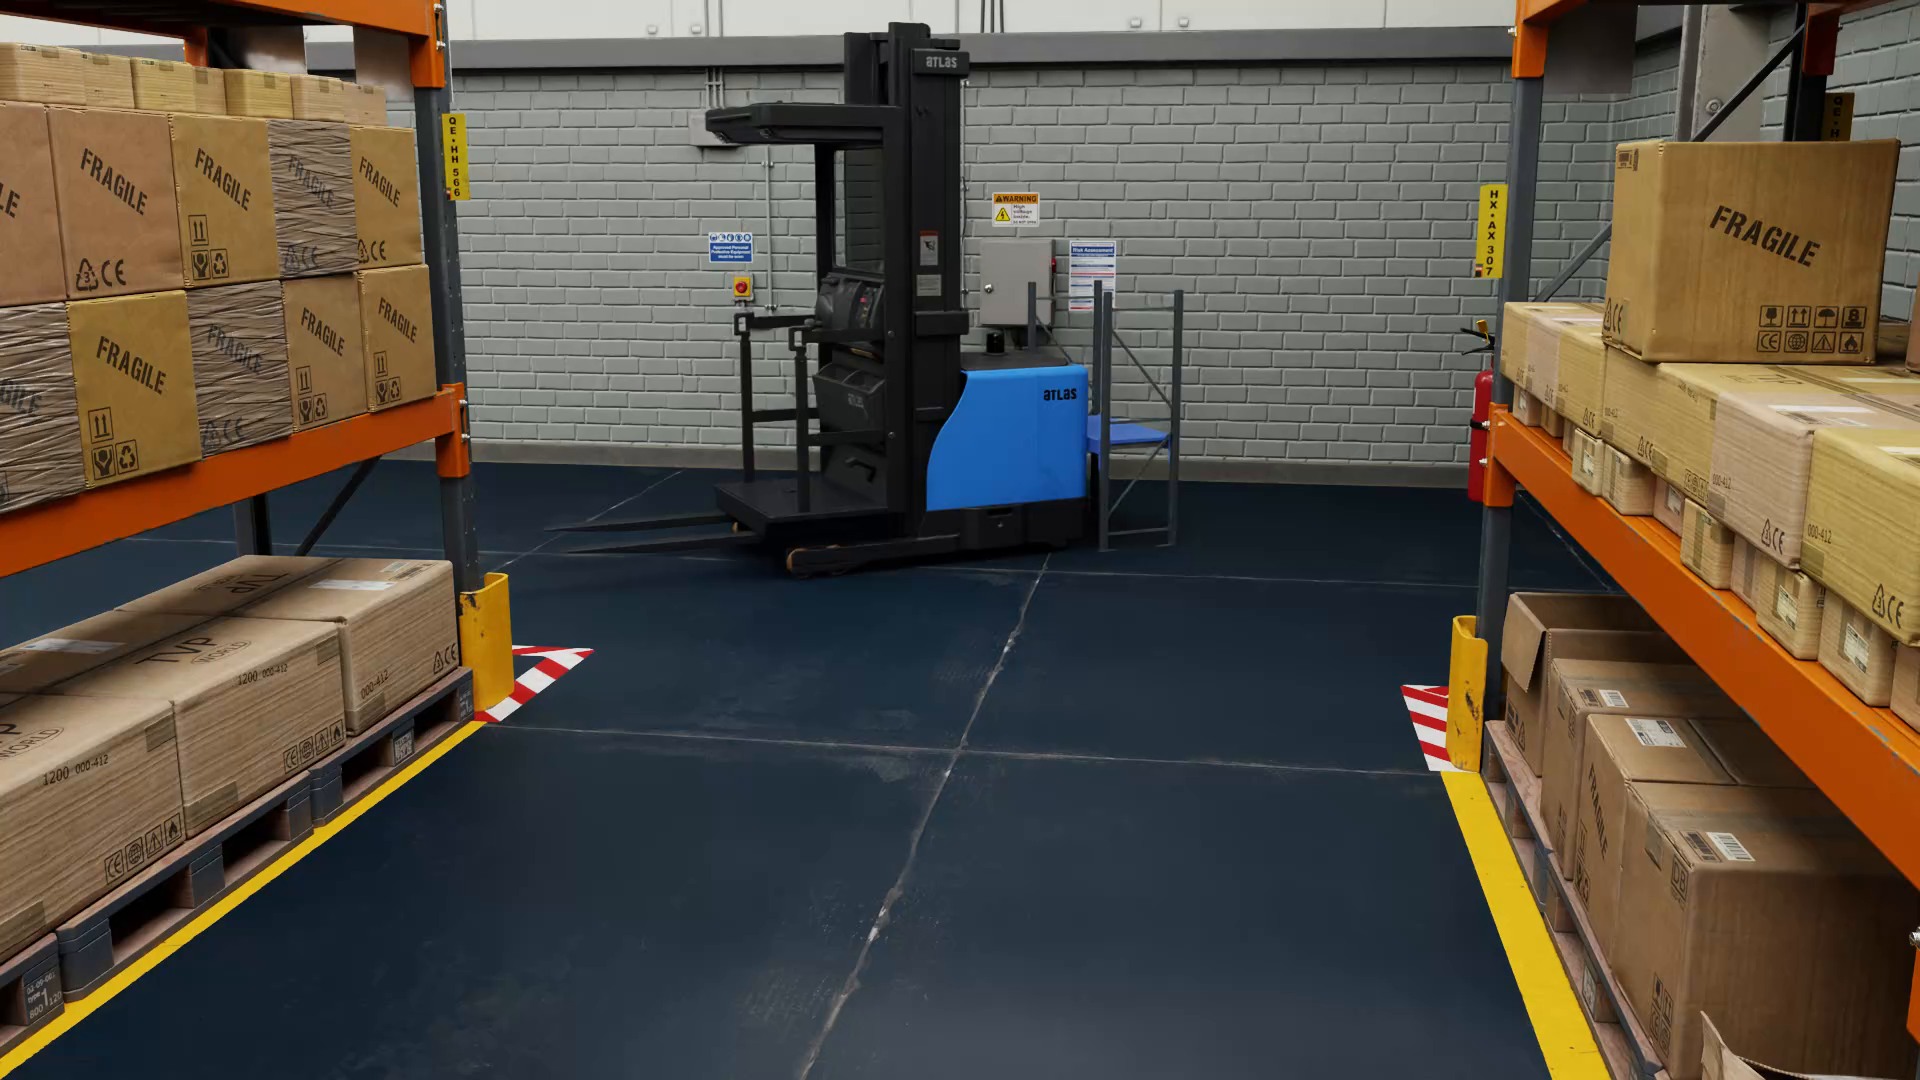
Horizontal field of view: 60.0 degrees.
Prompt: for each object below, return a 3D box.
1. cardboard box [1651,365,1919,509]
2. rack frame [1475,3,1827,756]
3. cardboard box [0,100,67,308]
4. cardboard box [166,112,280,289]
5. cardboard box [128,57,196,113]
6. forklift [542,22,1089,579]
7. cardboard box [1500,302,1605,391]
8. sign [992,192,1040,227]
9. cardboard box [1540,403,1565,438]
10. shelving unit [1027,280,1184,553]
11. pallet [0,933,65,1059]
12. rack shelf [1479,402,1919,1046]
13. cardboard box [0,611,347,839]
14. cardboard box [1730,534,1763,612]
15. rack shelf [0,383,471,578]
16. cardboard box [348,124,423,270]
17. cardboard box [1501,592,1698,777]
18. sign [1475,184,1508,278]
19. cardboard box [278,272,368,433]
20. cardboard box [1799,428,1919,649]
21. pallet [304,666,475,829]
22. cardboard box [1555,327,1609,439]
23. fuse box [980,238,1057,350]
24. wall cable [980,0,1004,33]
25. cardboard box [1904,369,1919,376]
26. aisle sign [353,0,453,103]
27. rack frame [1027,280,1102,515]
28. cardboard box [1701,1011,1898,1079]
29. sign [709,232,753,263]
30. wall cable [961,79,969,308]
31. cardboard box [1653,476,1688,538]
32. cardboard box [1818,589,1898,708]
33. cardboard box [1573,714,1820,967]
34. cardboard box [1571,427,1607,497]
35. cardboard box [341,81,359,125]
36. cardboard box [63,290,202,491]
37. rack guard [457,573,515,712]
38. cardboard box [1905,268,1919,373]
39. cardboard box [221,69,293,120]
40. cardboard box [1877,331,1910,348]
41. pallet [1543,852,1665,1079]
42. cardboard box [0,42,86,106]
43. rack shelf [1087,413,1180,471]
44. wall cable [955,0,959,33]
[{"bbox_3d":[1.799,-0.216,3.526,0.500,0.250,0.500,2,12,8],"label":"cardboard box"},{"bbox_3d":[2.425,-0.655,5.910,1.000,3.000,0.127,2,12,9],"label":"rack frame"},{"bbox_3d":[-2.609,-0.822,4.077,0.500,0.500,0.500,2,12,10],"label":"cardboard box"},{"bbox_3d":[-2.450,-1.032,5.049,0.500,0.500,0.500,2,12,8],"label":"cardboard box"},{"bbox_3d":[-2.480,-1.321,4.851,0.380,0.149,0.250,2,12,10],"label":"cardboard box"},{"bbox_3d":[-0.807,-1.350,9.300,3.031,2.935,1.130,-5,13,-24],"label":"forklift"},{"bbox_3d":[2.089,-0.641,5.497,0.500,0.250,0.500,2,12,9],"label":"cardboard box"},{"bbox_3d":[0.394,-2.339,11.768,0.339,0.242,0.001,2,12,9],"label":"sign"},{"bbox_3d":[2.110,-0.418,5.408,0.380,0.149,0.250,2,12,10],"label":"cardboard box"},{"bbox_3d":[0.851,-0.782,10.062,0.538,1.500,1.048,-5,13,-22],"label":"shelving unit"},{"bbox_3d":[-2.901,1.225,3.806,1.003,0.211,1.213,2,12,9],"label":"pallet"},{"bbox_3d":[2.117,0.113,4.054,1.077,0.370,4.000,2,12,9],"label":"rack shelf"},{"bbox_3d":[-2.615,0.564,5.341,0.875,0.438,0.875,2,12,10],"label":"cardboard box"},{"bbox_3d":[1.711,0.063,3.178,0.380,0.149,0.250,2,12,10],"label":"cardboard box"},{"bbox_3d":[-2.788,-0.047,4.797,1.077,0.370,4.000,2,12,9],"label":"rack shelf"},{"bbox_3d":[-2.319,-1.244,6.036,0.500,0.500,0.500,2,12,11],"label":"cardboard box"},{"bbox_3d":[2.237,0.485,5.553,0.797,0.503,0.637,1,12,6],"label":"cardboard box"},{"bbox_3d":[1.889,-1.095,5.901,0.100,0.325,0.005,2,12,9],"label":"sign"},{"bbox_3d":[-2.385,-0.650,5.654,0.500,0.500,0.500,2,12,7],"label":"cardboard box"},{"bbox_3d":[1.647,-0.008,2.560,0.500,0.250,0.500,2,12,10],"label":"cardboard box"},{"bbox_3d":[-2.526,0.718,6.163,1.003,0.211,1.213,2,12,9],"label":"pallet"},{"bbox_3d":[1.937,-0.430,4.520,0.500,0.250,0.500,2,12,8],"label":"cardboard box"},{"bbox_3d":[0.417,-1.261,11.782,0.539,1.711,0.414,2,12,9],"label":"fuse box"},{"bbox_3d":[1.606,-4.836,10.983,2.988,3.039,0.133,2,12,9],"label":"wall cable"},{"bbox_3d":[2.304,-0.200,3.453,0.500,0.250,0.500,2,12,10],"label":"cardboard box"},{"bbox_3d":[-2.163,-2.090,6.402,0.394,0.787,0.004,2,12,9],"label":"aisle sign"},{"bbox_3d":[0.658,-0.881,10.521,0.500,1.500,0.032,-5,13,-22],"label":"rack frame"},{"bbox_3d":[1.660,1.110,3.218,0.396,0.266,0.258,2,12,11],"label":"cardboard box"},{"bbox_3d":[-1.674,-2.136,12.141,0.327,0.218,0.001,2,12,9],"label":"sign"},{"bbox_3d":[-0.233,-2.442,11.794,0.588,1.984,0.122,2,12,9],"label":"wall cable"},{"bbox_3d":[1.864,-0.094,3.907,0.380,0.149,0.250,2,12,9],"label":"cardboard box"},{"bbox_3d":[1.628,0.171,2.674,0.380,0.149,0.250,2,12,10],"label":"cardboard box"},{"bbox_3d":[1.887,0.770,4.238,0.500,0.500,0.500,2,12,10],"label":"cardboard box"},{"bbox_3d":[1.856,-0.206,4.424,0.380,0.149,0.250,2,12,7],"label":"cardboard box"},{"bbox_3d":[-2.353,-1.535,5.843,0.380,0.149,0.250,2,12,10],"label":"cardboard box"},{"bbox_3d":[-2.521,-0.435,4.655,0.500,0.500,0.500,2,12,10],"label":"cardboard box"},{"bbox_3d":[-2.476,0.402,6.940,1.175,0.500,0.348,2,12,9],"label":"rack guard"},{"bbox_3d":[2.302,-0.562,3.351,0.500,0.500,0.500,2,12,7],"label":"cardboard box"},{"bbox_3d":[-2.389,-1.427,5.344,0.380,0.149,0.250,2,12,10],"label":"cardboard box"},{"bbox_3d":[2.455,-0.412,4.435,0.500,0.250,0.500,2,12,10],"label":"cardboard box"},{"bbox_3d":[2.102,1.144,4.186,1.003,0.211,1.213,2,12,9],"label":"pallet"},{"bbox_3d":[-2.538,-1.210,4.339,0.380,0.149,0.250,2,12,9],"label":"cardboard box"},{"bbox_3d":[0.851,-0.606,10.100,0.538,0.185,1.000,-5,13,-22],"label":"rack shelf"},{"bbox_3d":[-1.141,-4.916,11.442,2.355,3.000,0.029,2,12,9],"label":"wall cable"}]
